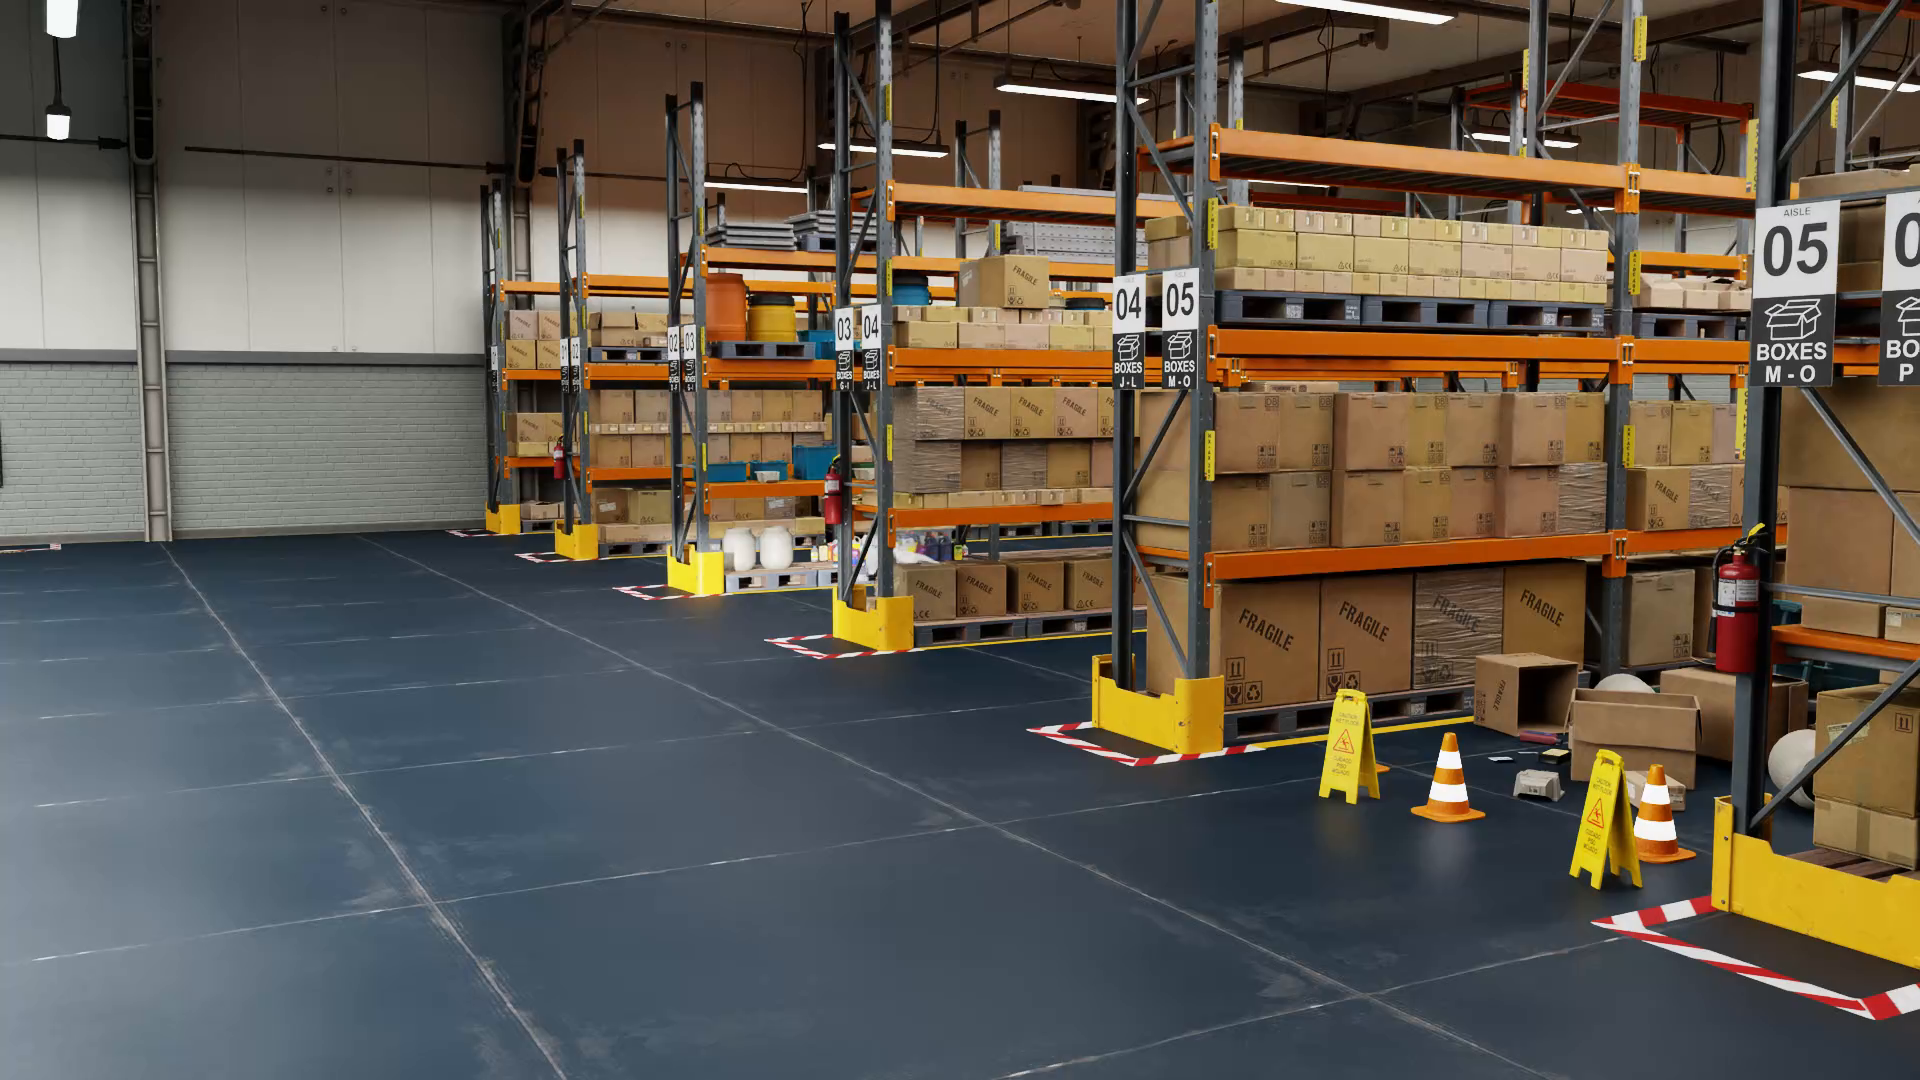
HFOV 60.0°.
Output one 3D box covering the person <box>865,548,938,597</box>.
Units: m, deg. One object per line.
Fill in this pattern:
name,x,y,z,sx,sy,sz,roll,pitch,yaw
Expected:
person,-0.588,0.494,17.536,0.953,0.862,0.508,-3,6,-31
